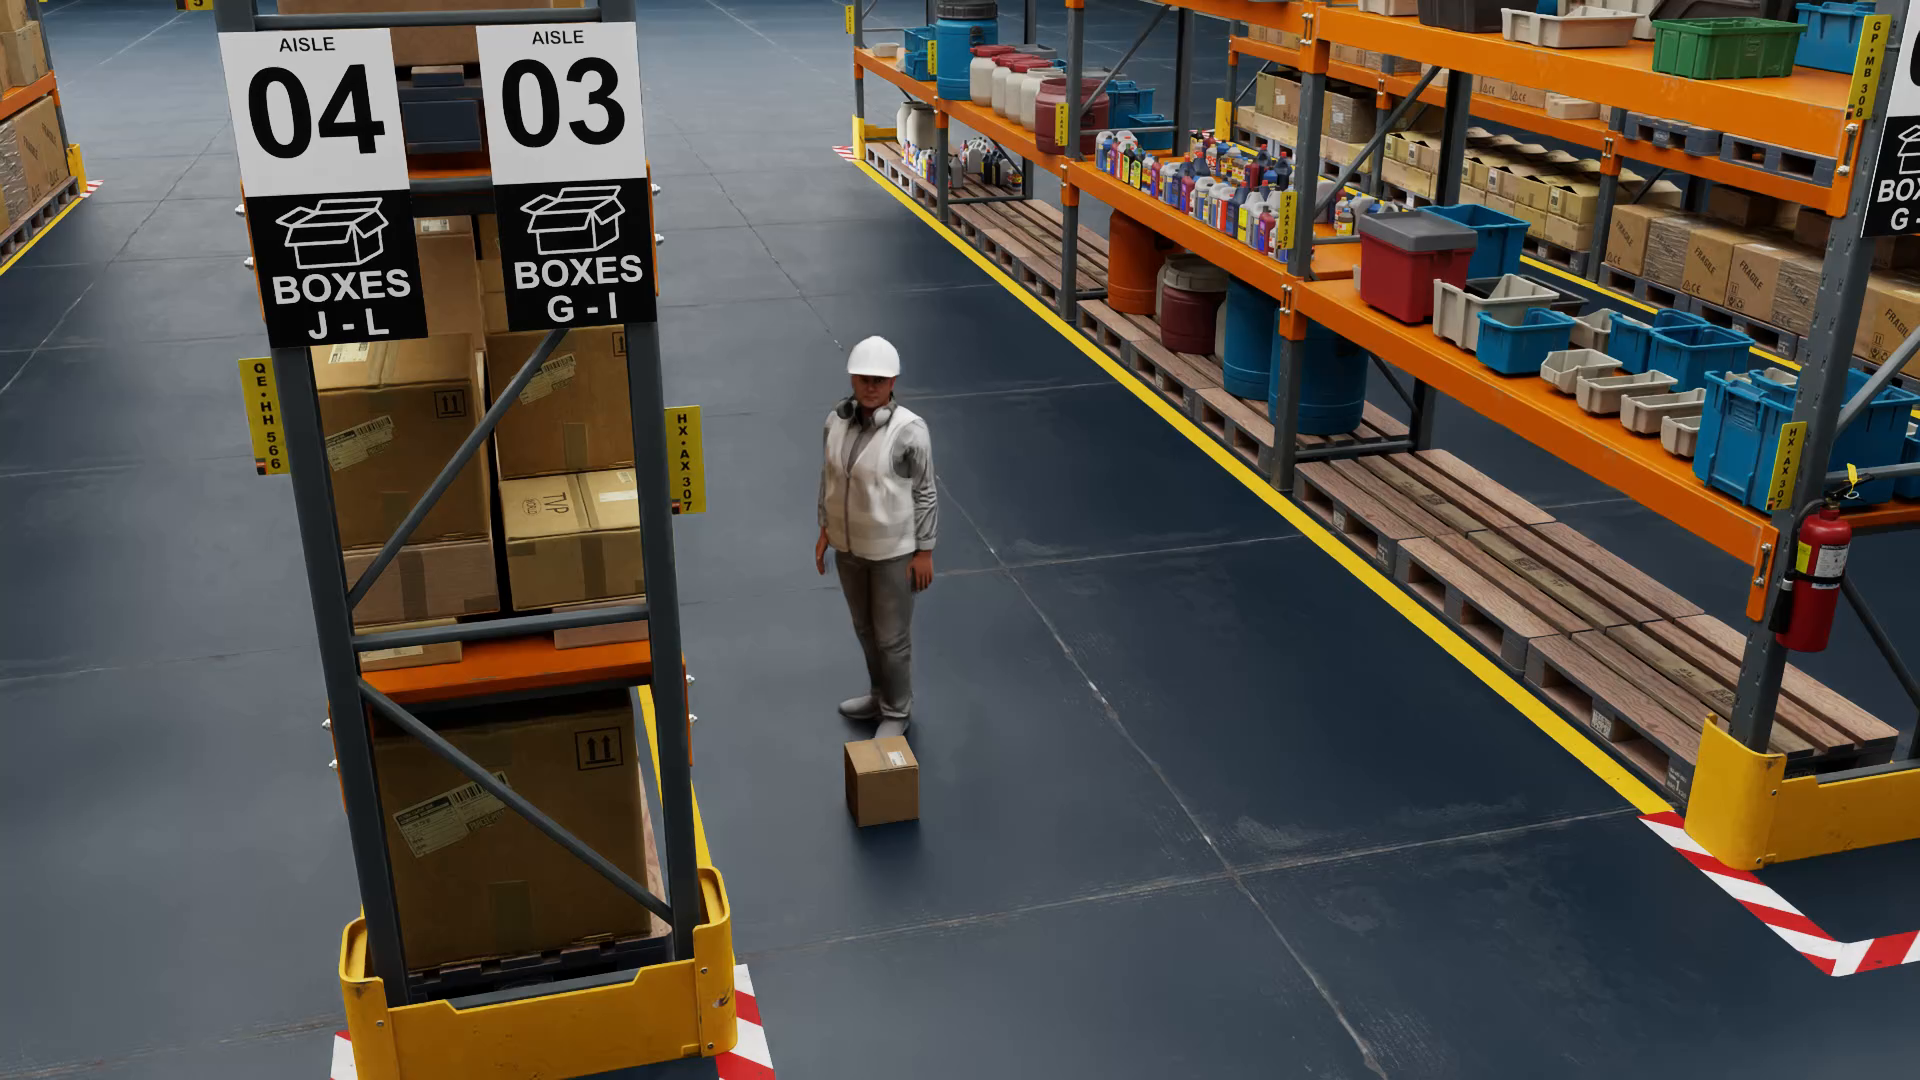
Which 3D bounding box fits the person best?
[{"bbox_3d":[-0.358,0.008,7.000,0.558,1.776,0.382,17,28,34],"label":"person"}]
